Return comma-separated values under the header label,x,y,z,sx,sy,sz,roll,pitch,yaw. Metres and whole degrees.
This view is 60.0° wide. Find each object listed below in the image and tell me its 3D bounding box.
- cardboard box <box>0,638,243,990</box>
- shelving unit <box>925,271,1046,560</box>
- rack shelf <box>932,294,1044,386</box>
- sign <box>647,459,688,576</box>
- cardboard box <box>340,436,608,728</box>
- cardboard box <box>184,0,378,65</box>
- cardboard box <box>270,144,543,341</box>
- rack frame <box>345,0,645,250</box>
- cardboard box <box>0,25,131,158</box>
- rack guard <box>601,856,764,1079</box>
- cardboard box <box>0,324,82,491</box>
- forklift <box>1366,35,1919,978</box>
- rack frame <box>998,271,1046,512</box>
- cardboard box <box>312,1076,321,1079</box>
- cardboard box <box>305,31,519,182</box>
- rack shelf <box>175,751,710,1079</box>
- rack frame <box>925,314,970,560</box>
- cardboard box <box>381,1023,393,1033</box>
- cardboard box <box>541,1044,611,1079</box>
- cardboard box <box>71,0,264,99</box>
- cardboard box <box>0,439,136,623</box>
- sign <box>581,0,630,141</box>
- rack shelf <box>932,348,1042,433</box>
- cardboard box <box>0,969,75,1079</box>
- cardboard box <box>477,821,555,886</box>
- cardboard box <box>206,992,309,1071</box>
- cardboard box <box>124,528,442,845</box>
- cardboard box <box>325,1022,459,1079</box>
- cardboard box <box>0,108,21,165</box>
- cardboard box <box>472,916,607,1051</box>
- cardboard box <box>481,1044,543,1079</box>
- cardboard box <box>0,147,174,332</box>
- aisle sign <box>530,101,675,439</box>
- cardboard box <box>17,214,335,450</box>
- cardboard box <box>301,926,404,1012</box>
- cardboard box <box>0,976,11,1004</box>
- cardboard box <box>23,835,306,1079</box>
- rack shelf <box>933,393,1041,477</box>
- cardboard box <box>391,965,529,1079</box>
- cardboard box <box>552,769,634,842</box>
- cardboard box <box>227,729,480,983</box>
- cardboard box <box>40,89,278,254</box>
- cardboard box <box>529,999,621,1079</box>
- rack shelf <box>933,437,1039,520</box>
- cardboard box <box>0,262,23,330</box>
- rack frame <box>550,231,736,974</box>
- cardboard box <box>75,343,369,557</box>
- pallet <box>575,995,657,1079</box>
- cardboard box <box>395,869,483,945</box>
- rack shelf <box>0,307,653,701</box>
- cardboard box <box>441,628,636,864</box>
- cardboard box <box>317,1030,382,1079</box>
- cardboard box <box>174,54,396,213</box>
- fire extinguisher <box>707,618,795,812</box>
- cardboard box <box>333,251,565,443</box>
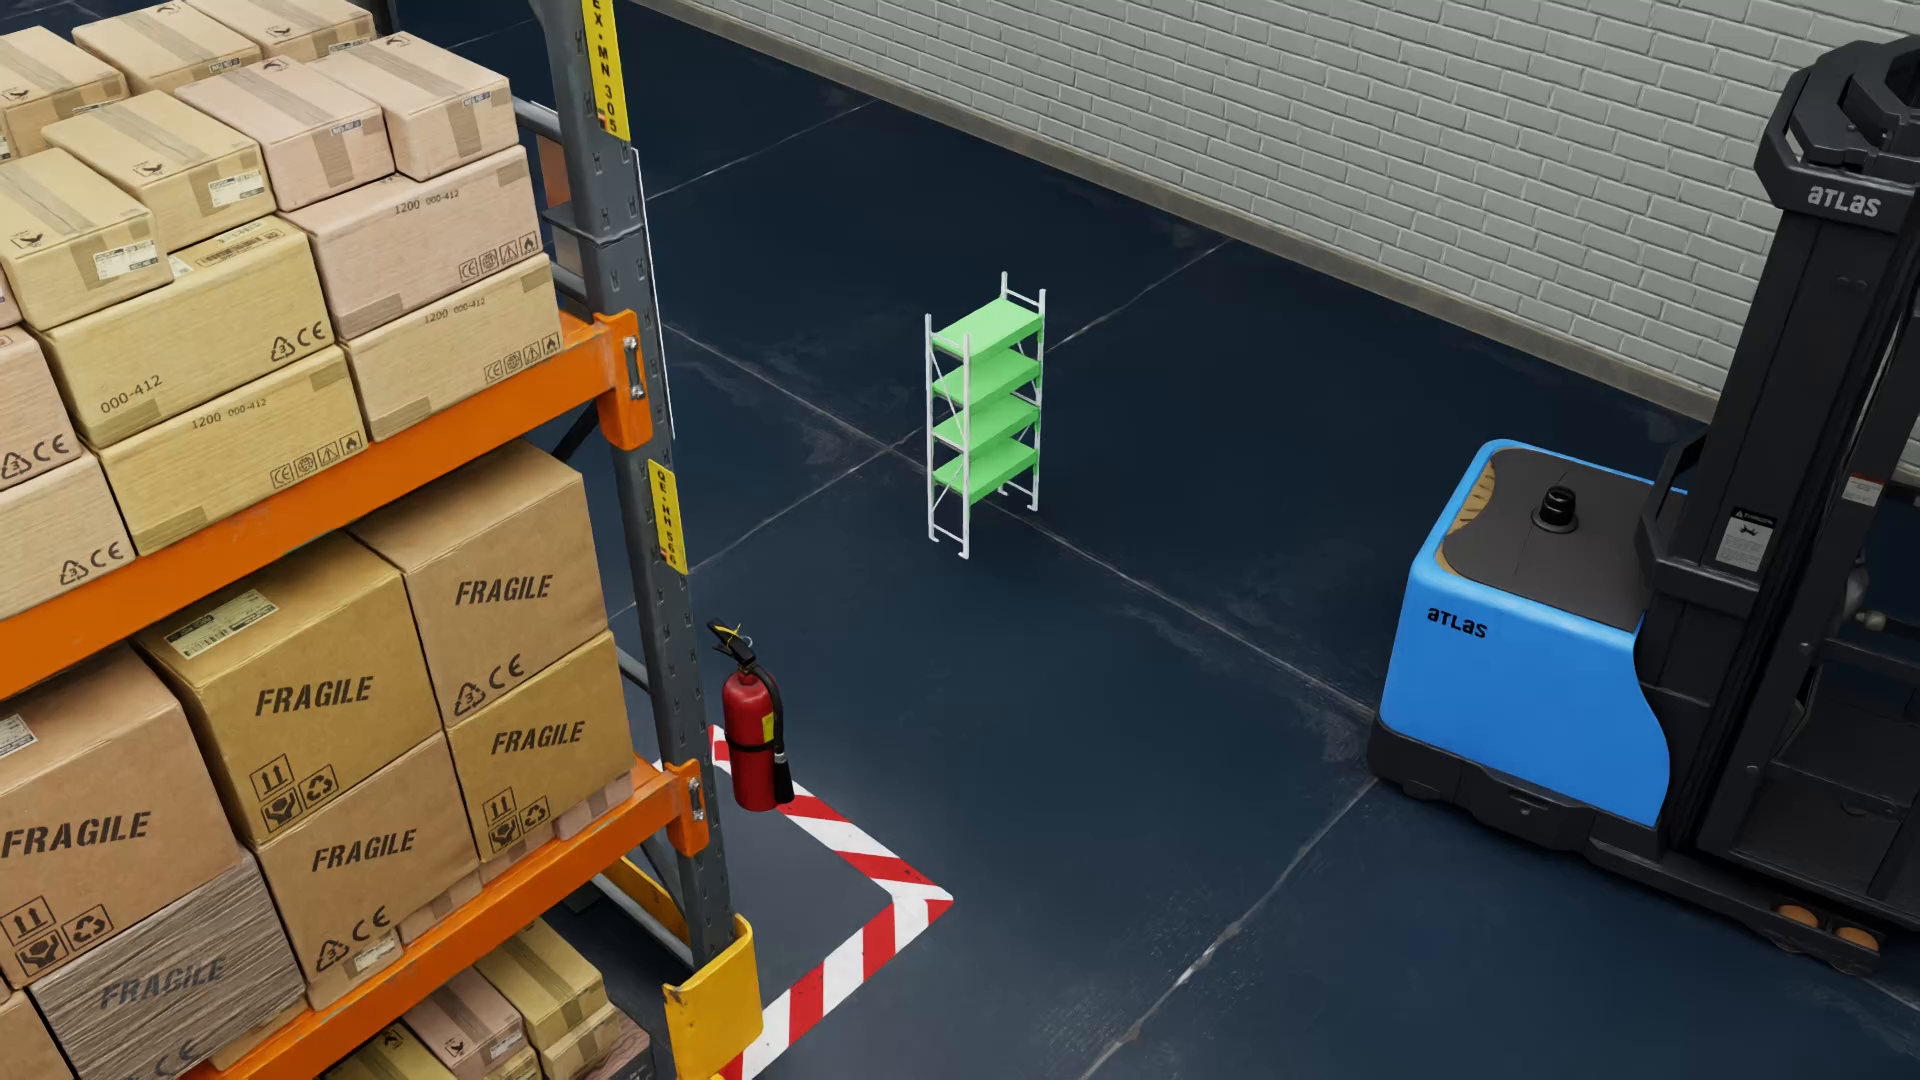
label,x,y,z,sx,sy,sz,roll,pitch,yaw
cardboard box,-1.949,0.523,3.559,0.500,0.500,0.500,-32,48,-33
shelving unit,0.112,-0.546,7.472,0.258,1.200,0.503,30,47,32
rack shelf,0.112,-0.871,7.213,0.258,0.148,0.480,30,47,32
sign,-0.742,-0.055,4.225,0.100,0.325,0.005,30,47,32
cardboard box,-1.263,0.048,4.157,0.500,0.500,0.500,29,47,31
cardboard box,-1.525,-1.134,3.754,0.380,0.149,0.250,29,47,32
cardboard box,-1.261,-0.713,3.545,0.500,0.250,0.500,28,46,31
rack frame,-1.138,-2.068,3.121,1.000,3.000,0.127,30,47,32
cardboard box,-1.947,-0.930,3.498,0.380,0.149,0.250,30,47,32
rack guard,-1.189,1.293,5.722,1.175,0.500,0.348,30,47,32
cardboard box,-1.952,-0.243,2.954,0.500,0.250,0.500,30,48,32
forklift,3.132,-0.005,5.401,3.031,2.935,1.130,20,43,23
rack frame,0.276,-0.658,7.613,0.240,1.200,0.015,30,47,32
cardboard box,-1.822,1.704,4.672,0.380,0.149,0.250,28,46,30
cardboard box,-1.145,-0.911,3.474,0.380,0.149,0.250,29,47,32
rack shelf,-2.487,1.480,4.056,1.077,0.370,4.000,30,47,32
rack frame,-0.053,-0.434,7.331,0.240,1.200,0.015,30,47,32
cardboard box,-1.844,1.492,5.416,0.380,0.149,0.250,29,47,32
cardboard box,-1.339,1.561,5.330,0.380,0.149,0.250,30,48,33
cardboard box,-1.710,-1.024,3.617,0.380,0.149,0.250,32,48,33
cardboard box,-1.933,-0.056,3.120,0.500,0.250,0.500,32,48,34
sign,-0.742,-0.998,3.474,0.100,0.325,0.005,30,47,32
rack shelf,0.112,-0.684,7.363,0.258,0.148,0.480,30,47,32
cardboard box,-2.281,1.135,3.593,0.500,0.500,0.500,-32,48,-33
cardboard box,-1.345,0.745,4.605,0.380,0.149,0.250,30,47,32
cardboard box,-1.857,1.102,4.155,0.380,0.149,0.250,27,46,30
cardboard box,-1.605,0.280,3.865,0.500,0.500,0.500,28,46,31
cardboard box,-1.601,1.612,4.788,0.380,0.149,0.250,29,47,31
cardboard box,-2.111,-0.819,3.358,0.380,0.149,0.250,30,48,32
cardboard box,-1.308,1.348,5.120,0.380,0.149,0.250,30,47,32
cardboard box,-1.499,1.575,5.074,0.380,0.149,0.250,28,47,31
cardboard box,-1.655,-0.554,3.025,0.380,0.149,0.250,30,48,32
aisle sign,-0.867,-0.645,4.063,0.394,0.787,0.004,30,47,32
cardboard box,-1.605,-0.477,3.249,0.500,0.250,0.500,28,46,31
cardboard box,-1.658,0.994,4.292,0.380,0.149,0.250,31,48,33
cardboard box,-2.303,0.767,3.252,0.500,0.500,0.500,28,46,31
cardboard box,-1.937,0.910,3.876,0.500,0.500,0.500,30,47,32
rack shelf,0.112,-0.496,7.512,0.258,0.148,0.480,30,47,32
cardboard box,-1.520,1.439,5.005,0.380,0.149,0.250,31,48,33
cardboard box,-1.149,0.647,4.729,0.380,0.149,0.250,30,47,32
cardboard box,-1.602,0.673,4.174,0.500,0.500,0.500,29,47,31
cardboard box,-1.556,-0.721,3.235,0.380,0.149,0.250,28,46,31
cardboard box,-1.283,1.477,5.196,0.380,0.149,0.250,28,46,31
rack shelf,0.112,-0.308,7.661,0.258,0.148,0.480,30,47,32
cardboard box,-1.870,-0.463,2.910,0.380,0.149,0.250,29,47,31
rack frame,-1.138,0.280,4.988,1.000,3.000,0.127,30,47,32
cardboard box,-1.588,-0.278,3.400,0.500,0.250,0.500,30,47,32
pallet,-1.763,1.765,5.361,1.003,0.211,1.213,30,47,32
cardboard box,-1.503,0.867,4.452,0.380,0.149,0.250,29,47,31
rack shelf,-2.487,0.306,3.123,1.077,0.370,4.000,30,47,32
cardboard box,-1.251,0.439,4.469,0.500,0.500,0.500,31,48,33
cardboard box,-2.007,1.500,5.168,0.380,0.149,0.250,30,47,32
cardboard box,-1.368,-0.830,3.372,0.380,0.149,0.250,30,48,32
fire extinguisher,-0.627,0.534,5.030,0.296,0.674,0.183,30,47,32
cardboard box,-1.249,-0.515,3.699,0.500,0.250,0.500,29,47,31
